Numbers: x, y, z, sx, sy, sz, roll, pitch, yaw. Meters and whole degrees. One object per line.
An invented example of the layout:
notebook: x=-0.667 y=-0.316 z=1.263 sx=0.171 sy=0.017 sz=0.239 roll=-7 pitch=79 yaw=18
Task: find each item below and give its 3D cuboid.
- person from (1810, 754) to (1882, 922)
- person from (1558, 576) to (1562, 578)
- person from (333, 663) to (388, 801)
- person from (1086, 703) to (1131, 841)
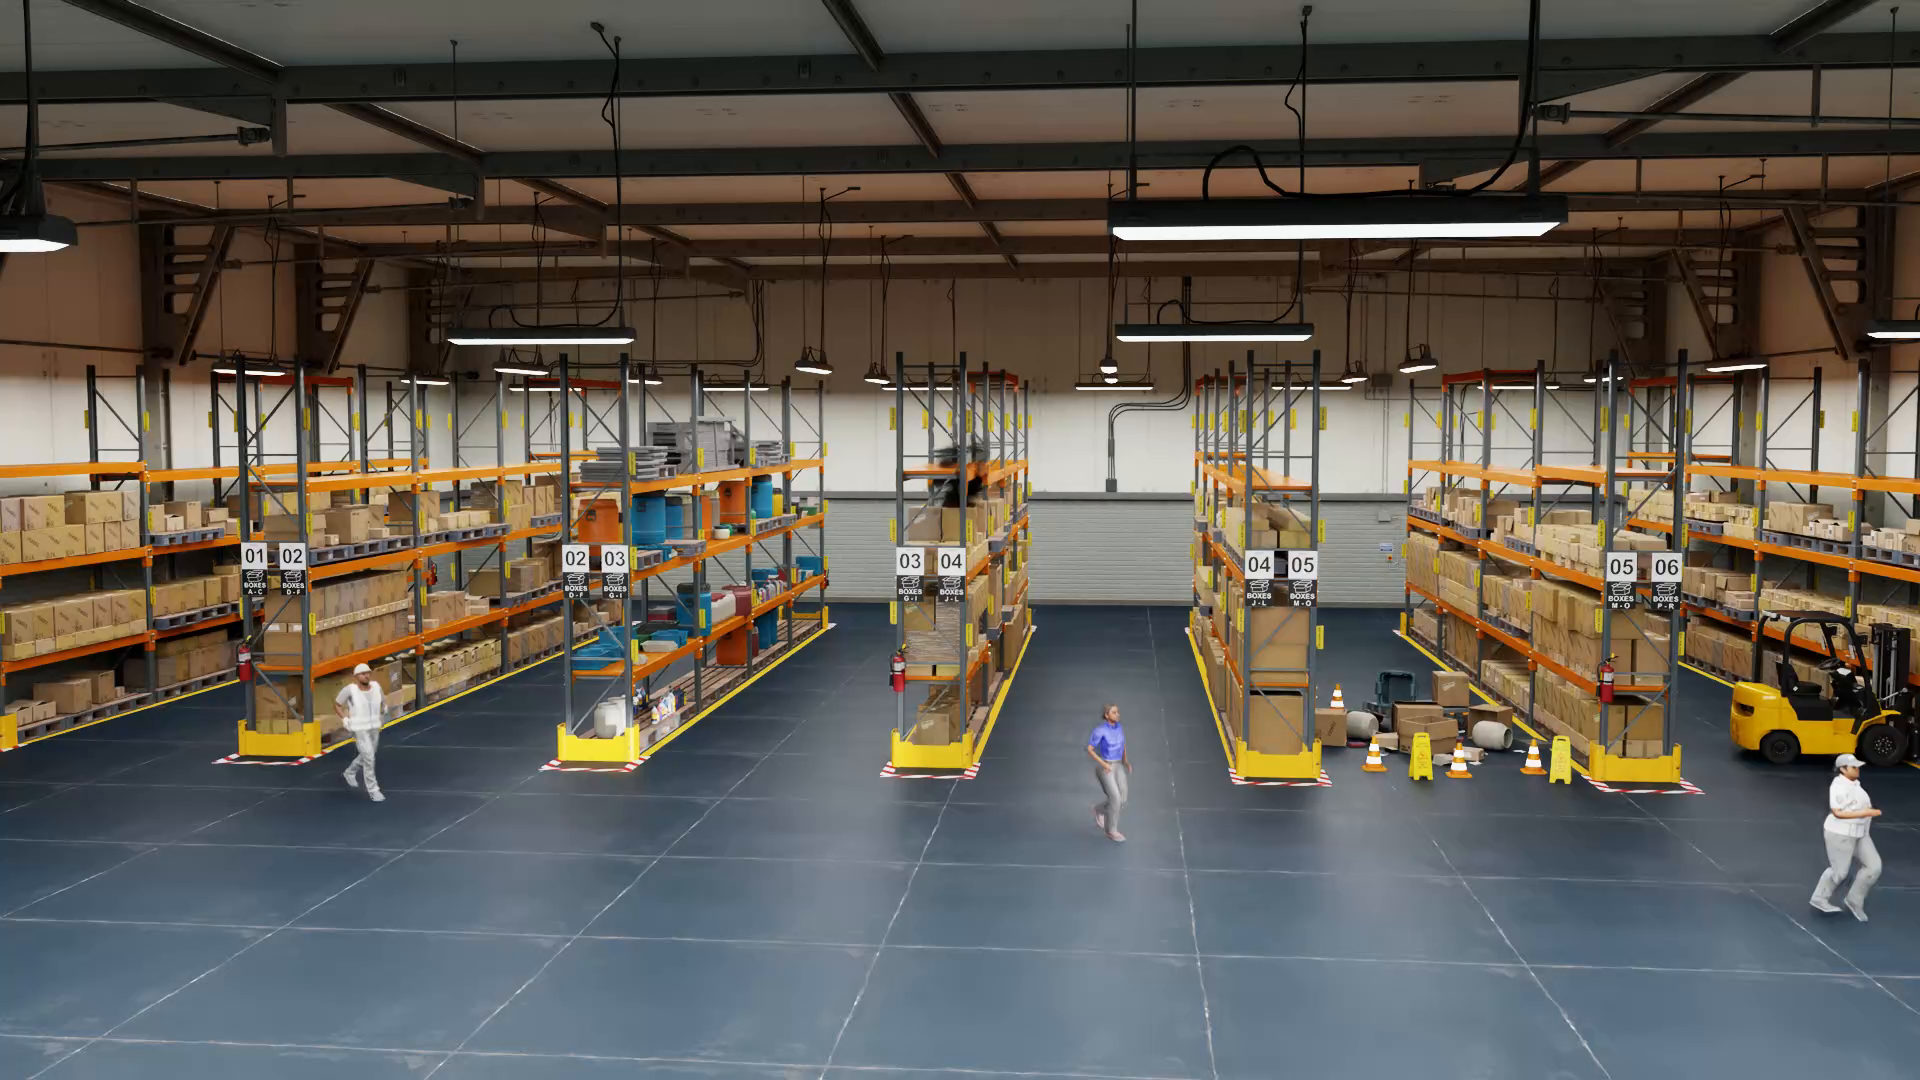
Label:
person: x=8.938 y=2.997 z=16.711 sx=0.582 sy=1.710 sz=0.673 roll=-3 pitch=5 yaw=-35
person: x=12.551 y=1.649 z=34.870 sx=0.643 sy=1.798 sz=0.746 roll=0 pitch=4 yaw=4
person: x=-7.943 y=2.532 z=22.199 sx=0.923 sy=1.795 sz=0.666 roll=3 pitch=5 yaw=37
person: x=1.756 y=2.774 z=20.048 sx=0.598 sy=1.632 sz=0.593 roll=-4 pitch=6 yaw=-42
